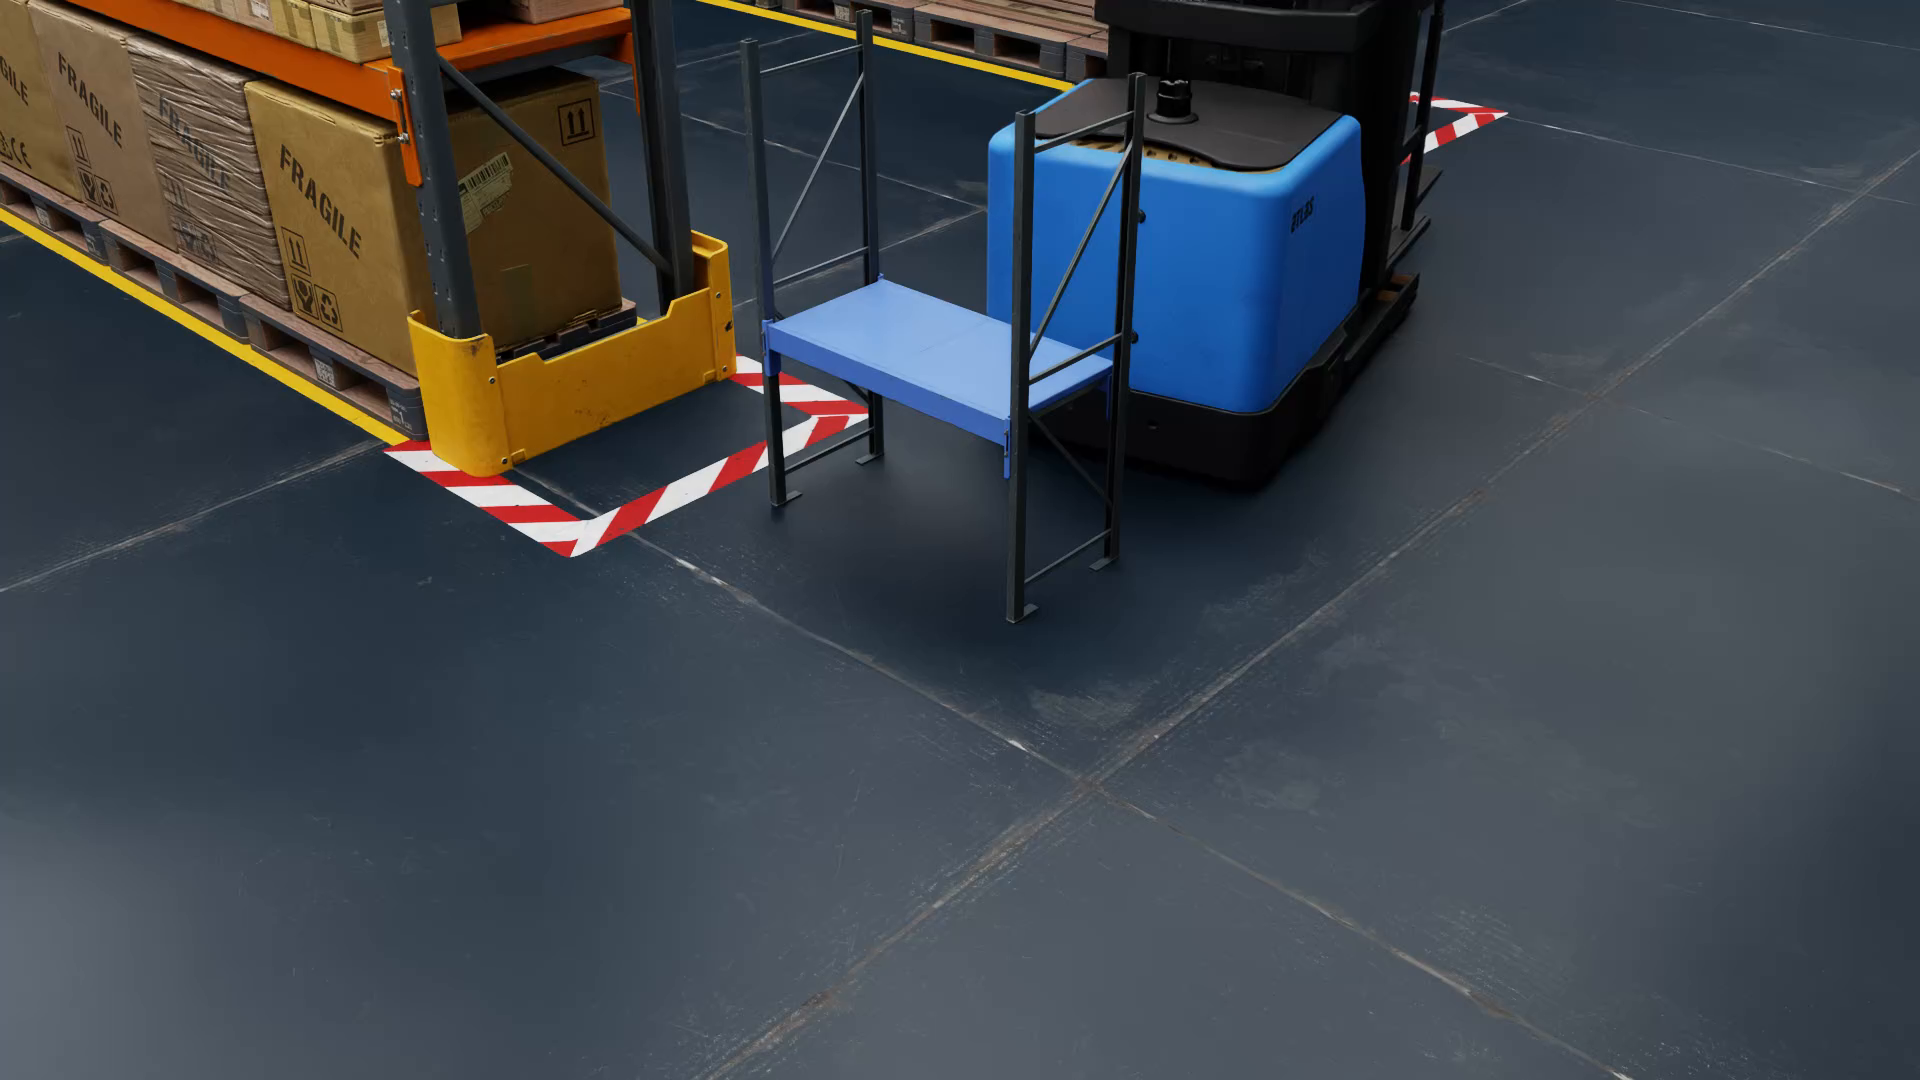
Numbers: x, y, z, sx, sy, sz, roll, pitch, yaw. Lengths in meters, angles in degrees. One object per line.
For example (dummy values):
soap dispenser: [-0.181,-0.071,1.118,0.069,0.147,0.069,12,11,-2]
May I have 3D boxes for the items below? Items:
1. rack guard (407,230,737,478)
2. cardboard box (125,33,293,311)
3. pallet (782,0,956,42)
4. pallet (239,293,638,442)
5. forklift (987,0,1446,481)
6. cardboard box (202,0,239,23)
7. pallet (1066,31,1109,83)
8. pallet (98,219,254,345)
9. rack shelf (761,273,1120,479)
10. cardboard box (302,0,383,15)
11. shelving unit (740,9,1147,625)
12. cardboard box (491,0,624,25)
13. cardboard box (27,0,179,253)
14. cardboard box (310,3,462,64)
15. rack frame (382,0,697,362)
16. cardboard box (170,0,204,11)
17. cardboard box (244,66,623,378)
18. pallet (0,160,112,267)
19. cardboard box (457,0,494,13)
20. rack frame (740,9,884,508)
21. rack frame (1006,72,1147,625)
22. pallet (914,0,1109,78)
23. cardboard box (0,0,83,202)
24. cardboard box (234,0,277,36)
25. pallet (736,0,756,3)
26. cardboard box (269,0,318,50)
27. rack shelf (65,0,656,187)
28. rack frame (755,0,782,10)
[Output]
rack guard: [-1.339,-0.693,5.916,0.348,0.500,1.175,25,39,35]
cardboard box: [-2.560,-1.547,6.565,0.875,0.875,0.875,25,39,35]
pallet: [-0.428,-3.616,11.052,1.213,0.211,1.003,25,39,35]
pallet: [-2.002,-0.824,6.414,1.213,0.211,1.003,25,39,35]
forklift: [1.215,-2.184,6.036,1.130,2.935,3.031,15,34,24]
cardboard box: [-2.407,-1.925,5.784,0.250,0.149,0.380,26,40,36]
pallet: [1.381,-2.772,9.649,1.213,0.211,1.003,25,39,35]
pallet: [-2.903,-1.246,7.116,1.213,0.211,1.003,25,39,35]
rack shelf: [-0.063,-0.518,5.005,1.000,0.185,0.538,25,39,35]
cardboard box: [-1.895,-1.901,5.357,0.500,0.250,0.500,24,39,34]
shelving unit: [-0.063,-0.672,4.912,1.048,1.500,0.538,25,39,35]
cardboard box: [-1.399,-1.913,5.764,0.250,0.149,0.380,26,39,36]
cardboard box: [-3.220,-1.856,7.077,0.875,0.875,0.875,25,39,35]
cardboard box: [-1.842,-1.662,5.346,0.250,0.149,0.380,26,40,36]
rack frame: [-1.357,-1.772,5.285,0.127,3.000,1.000,25,39,35]
cardboard box: [-2.600,-2.015,5.932,0.250,0.149,0.380,24,39,34]
cardboard box: [-1.885,-1.233,6.042,0.875,0.875,0.875,25,39,35]
pallet: [-3.812,-1.669,7.817,1.213,0.211,1.003,25,39,35]
cardboard box: [-1.590,-2.002,5.910,0.250,0.149,0.380,24,39,34]
rack frame: [-0.440,-0.848,5.204,0.032,1.500,0.500,25,39,35]
rack frame: [0.314,-0.496,4.620,0.032,1.500,0.500,25,39,35]
pallet: [0.481,-3.194,10.351,1.213,0.211,1.003,25,39,35]
cardboard box: [-3.887,-2.167,7.594,0.875,0.875,0.875,25,39,35]
cardboard box: [-2.222,-1.839,5.640,0.250,0.149,0.380,25,39,35]
pallet: [-1.543,-4.139,11.920,1.213,0.211,1.003,25,39,35]
cardboard box: [-2.036,-1.751,5.494,0.250,0.149,0.380,25,39,36]
rack shelf: [-2.840,-2.156,6.621,4.000,0.370,1.077,25,39,35]
rack frame: [-0.999,-5.050,10.731,0.127,3.000,1.000,25,39,35]
